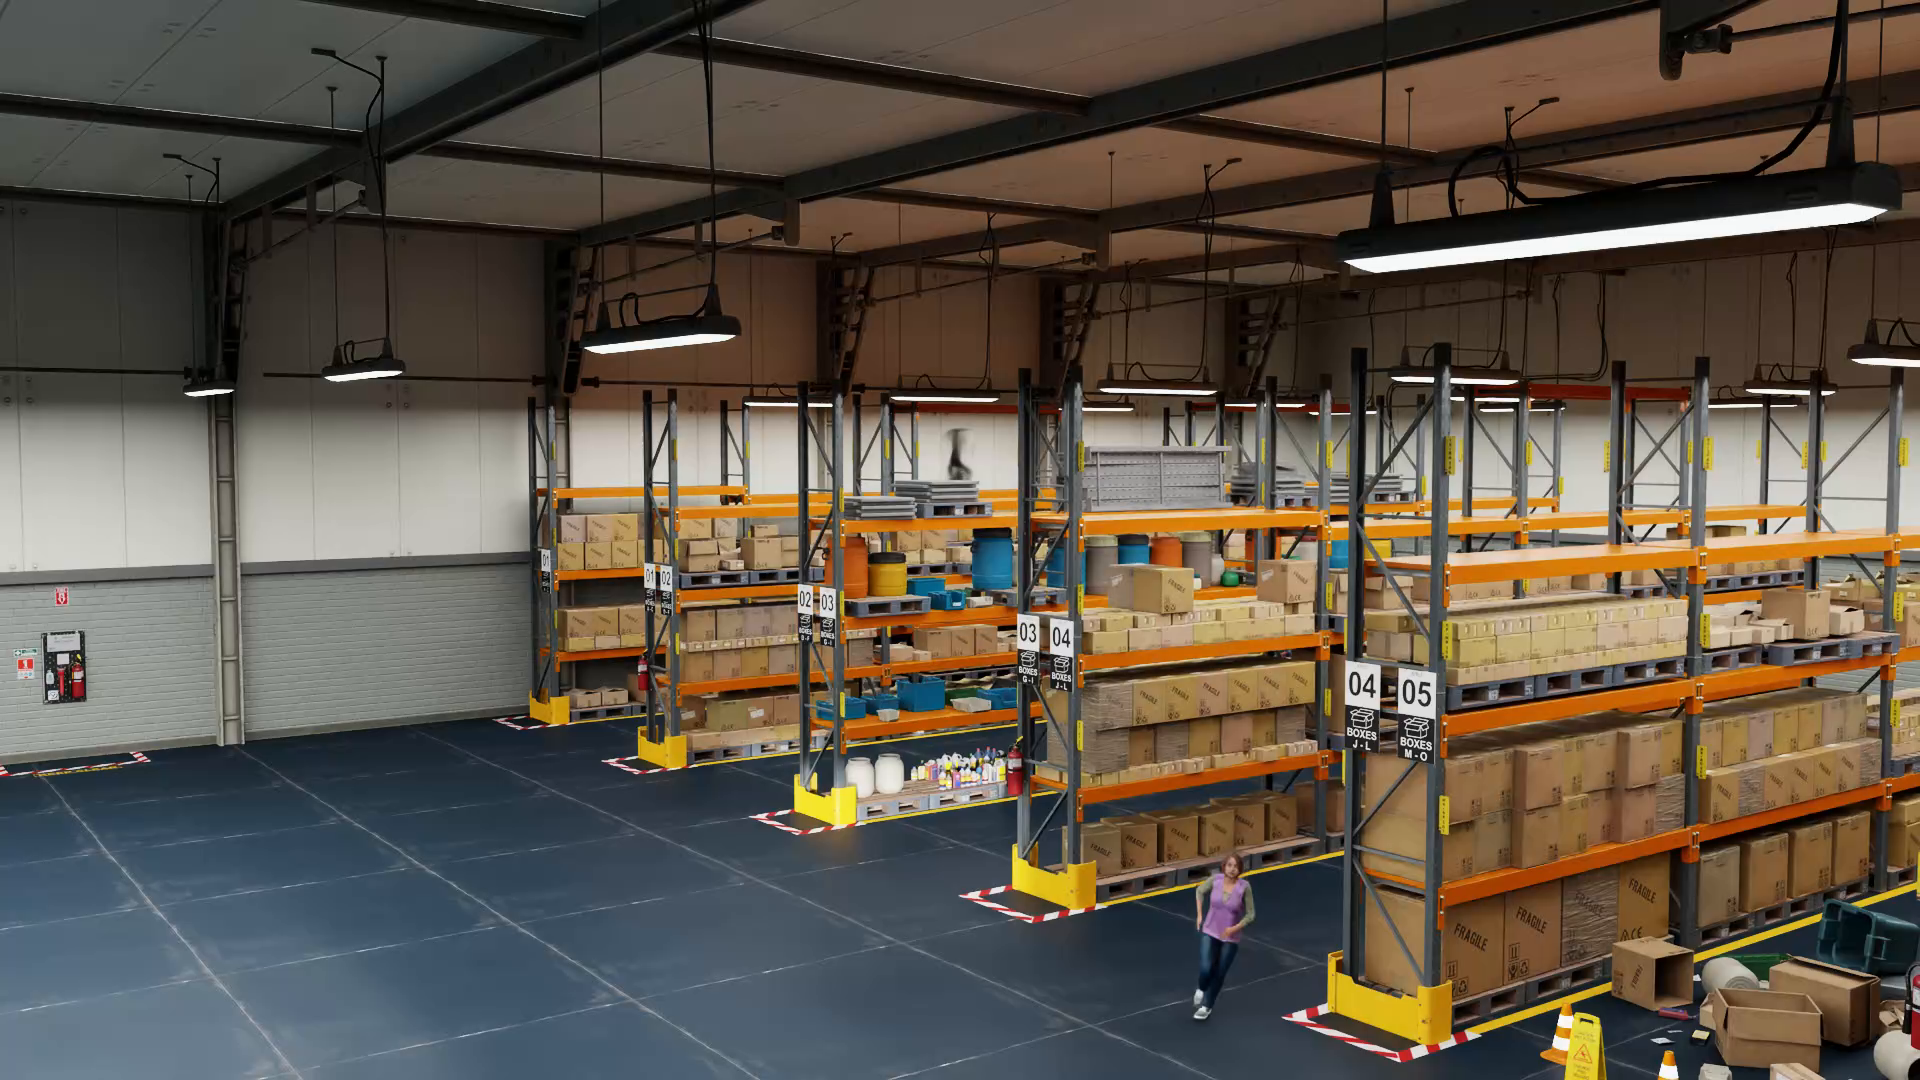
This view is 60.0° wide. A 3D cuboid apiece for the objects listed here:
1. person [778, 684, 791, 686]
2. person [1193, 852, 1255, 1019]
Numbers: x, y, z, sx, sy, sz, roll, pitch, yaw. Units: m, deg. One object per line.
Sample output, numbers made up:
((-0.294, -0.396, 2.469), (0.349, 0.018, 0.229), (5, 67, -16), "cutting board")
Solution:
((-3.300, 2.610, 30.022), (0.686, 1.583, 0.898), (2, 4, 35), "person")
((2.337, 3.524, 14.740), (0.553, 1.532, 0.498), (1, 3, 15), "person")
